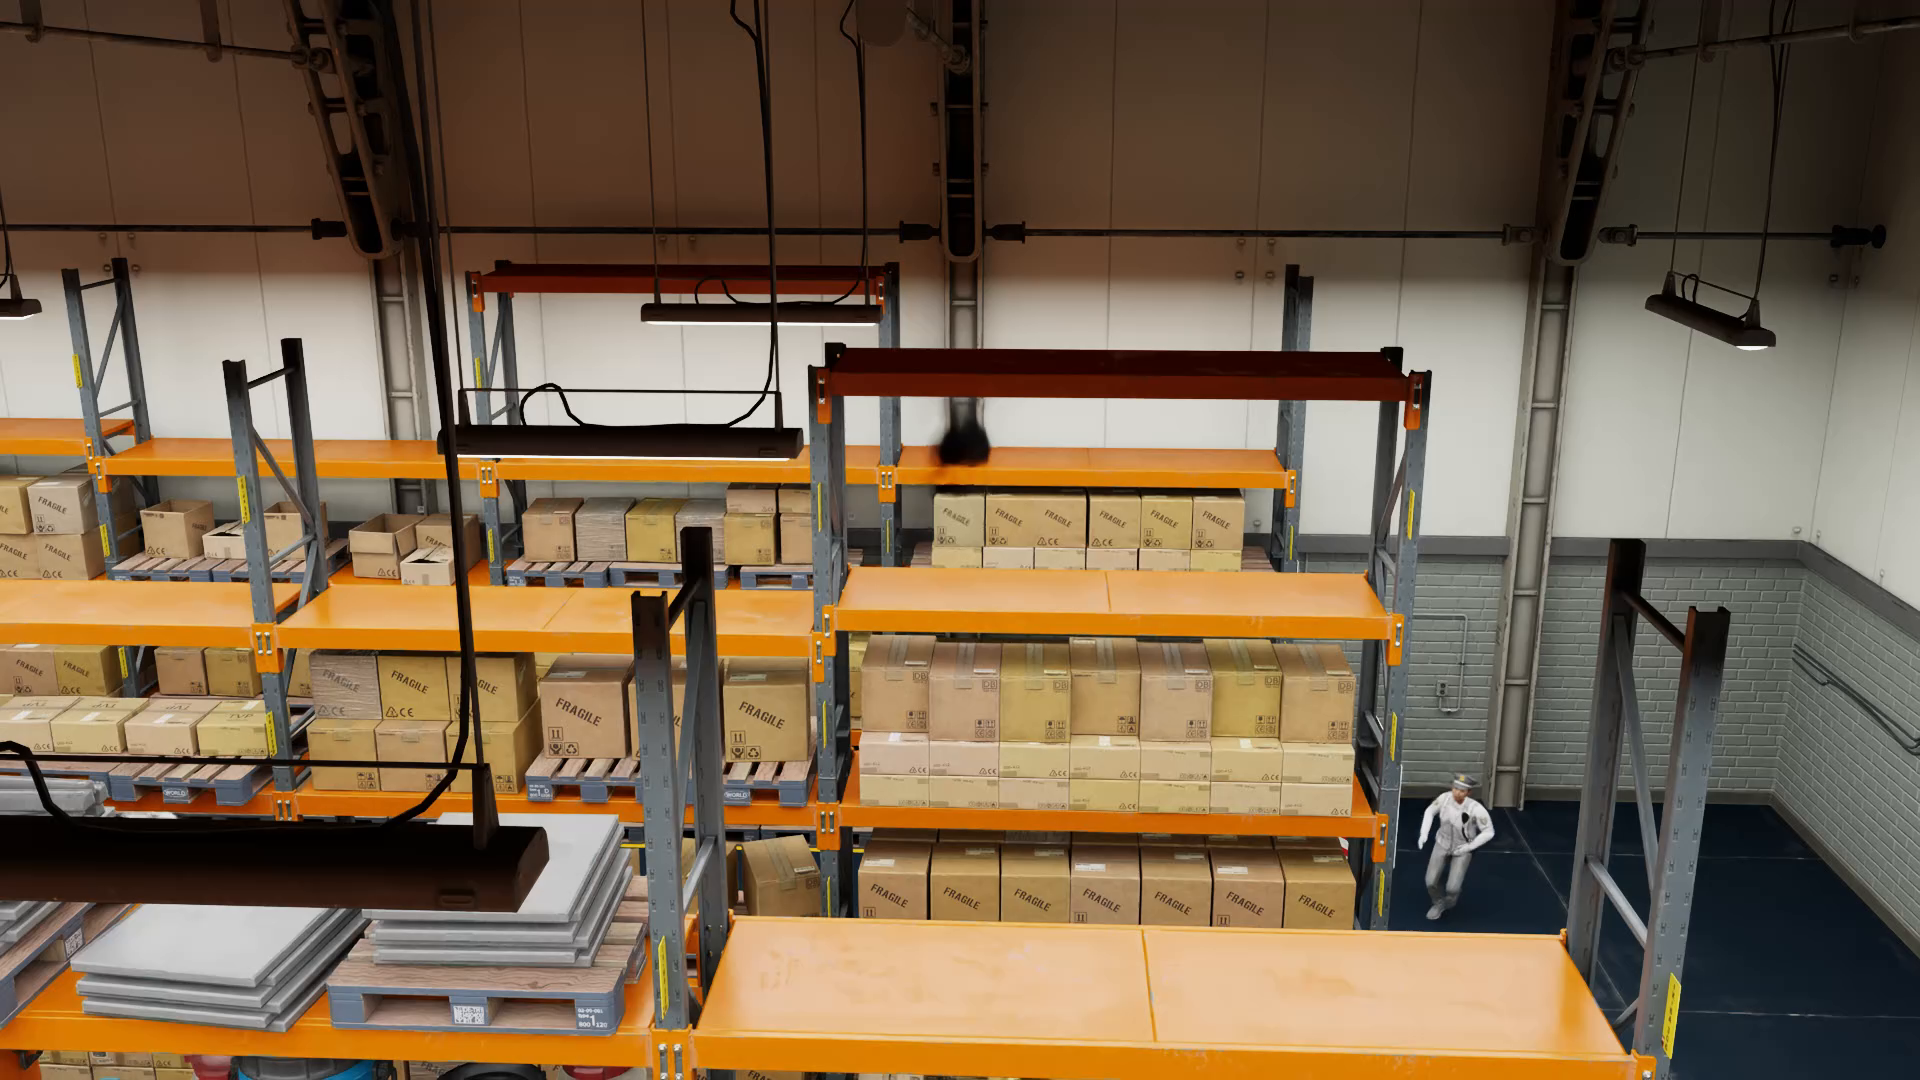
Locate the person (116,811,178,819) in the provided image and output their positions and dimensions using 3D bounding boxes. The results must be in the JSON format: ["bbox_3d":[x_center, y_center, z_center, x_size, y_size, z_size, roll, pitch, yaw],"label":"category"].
[{"bbox_3d":[-7.448,2.997,15.404,0.683,1.584,0.734,9,18,27],"label":"person"}]

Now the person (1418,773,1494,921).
[{"bbox_3d":[4.694,2.922,15.760,0.683,1.603,0.497,10,19,30],"label":"person"}]
